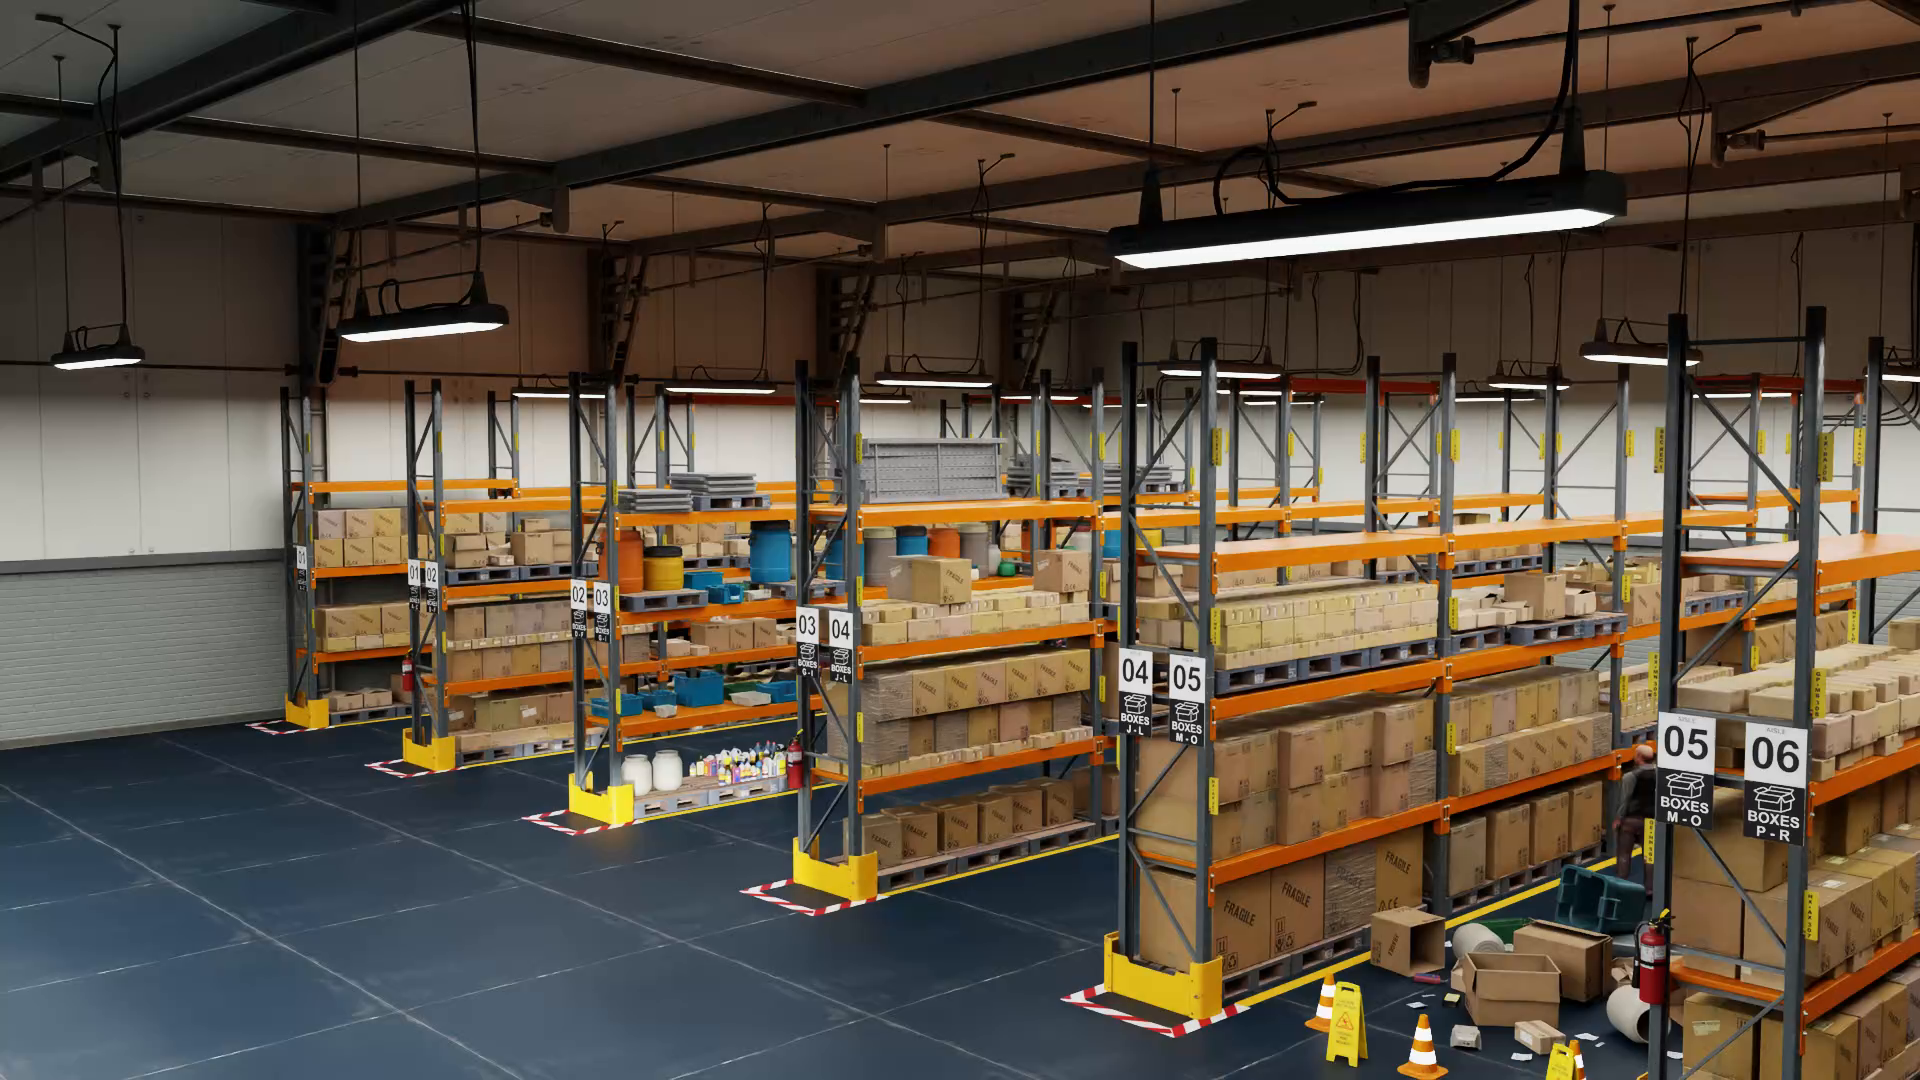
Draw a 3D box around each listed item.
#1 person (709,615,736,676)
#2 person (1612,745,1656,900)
[{"bbox_3d":[-4.792,2.127,33.640,0.627,1.794,0.516,-2,4,-32],"label":"person"},{"bbox_3d":[7.550,3.138,18.468,0.578,1.741,0.400,1,4,9],"label":"person"}]
